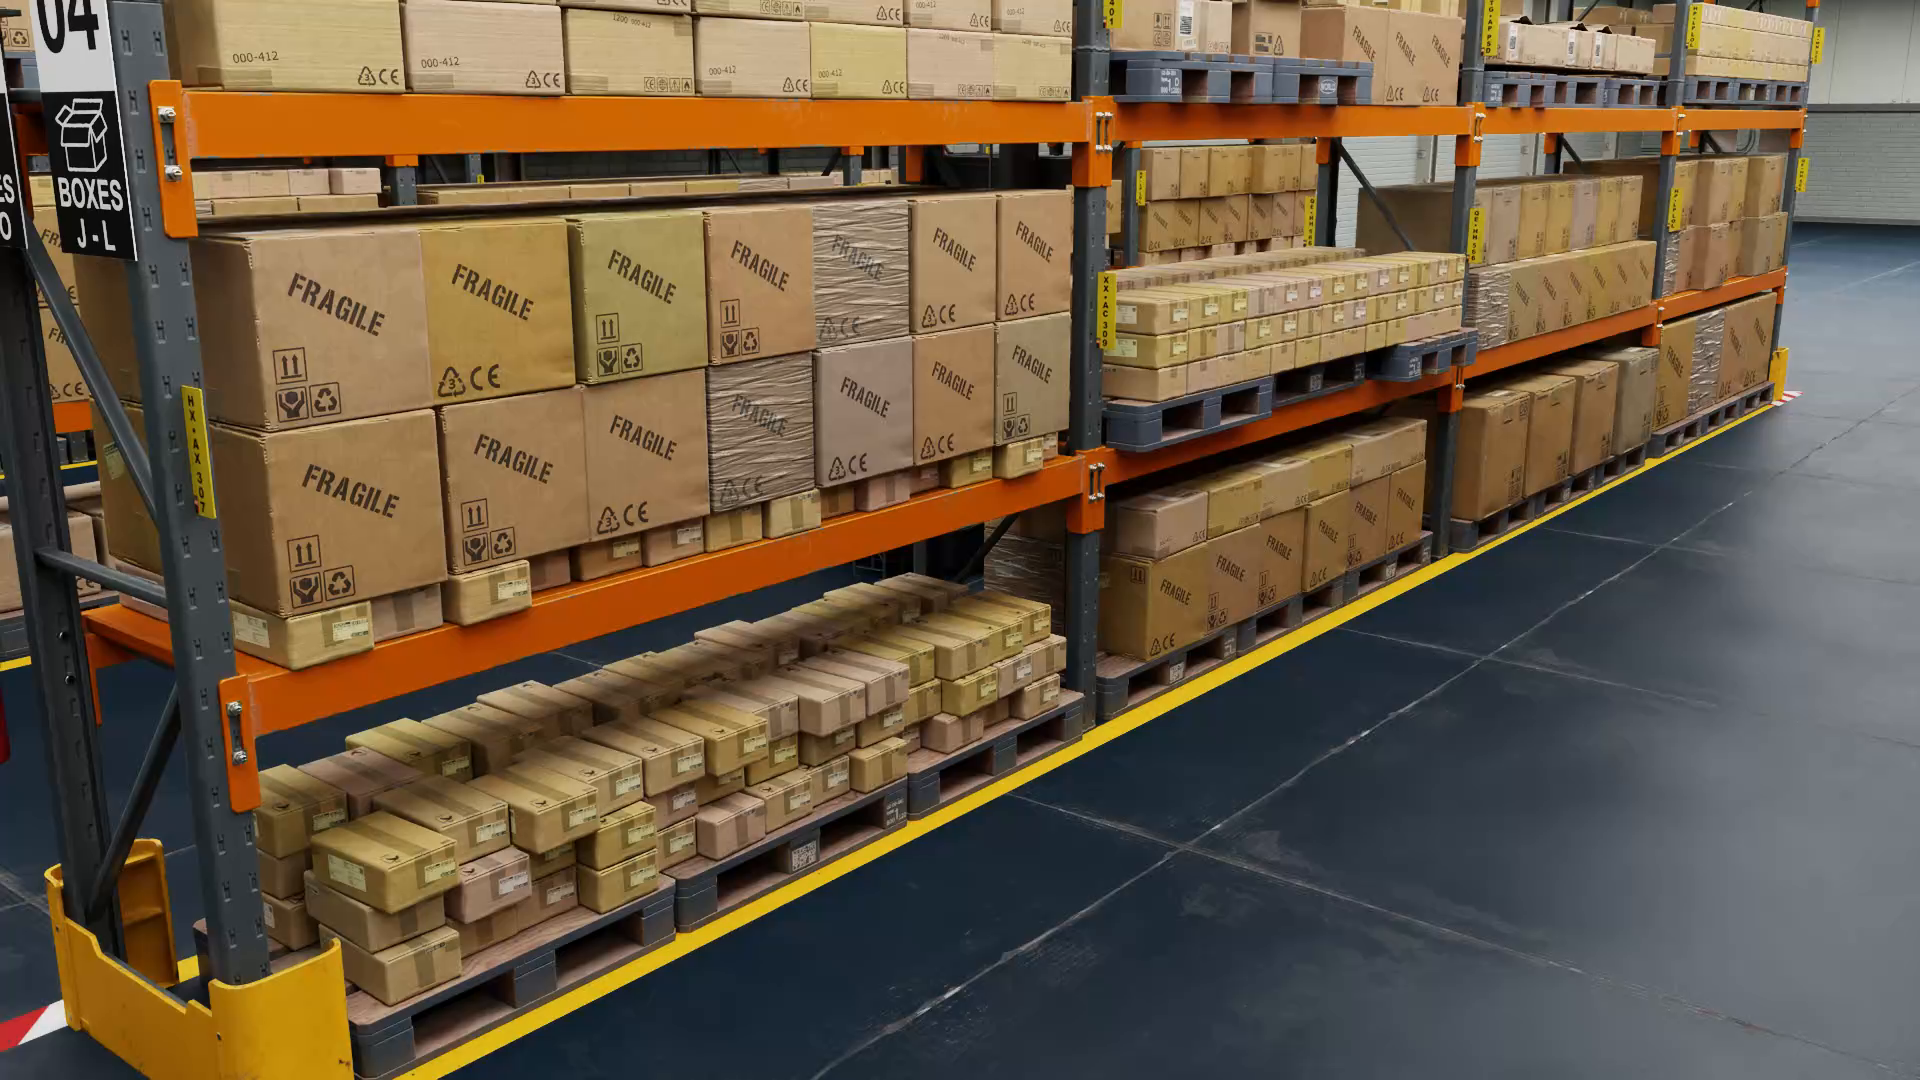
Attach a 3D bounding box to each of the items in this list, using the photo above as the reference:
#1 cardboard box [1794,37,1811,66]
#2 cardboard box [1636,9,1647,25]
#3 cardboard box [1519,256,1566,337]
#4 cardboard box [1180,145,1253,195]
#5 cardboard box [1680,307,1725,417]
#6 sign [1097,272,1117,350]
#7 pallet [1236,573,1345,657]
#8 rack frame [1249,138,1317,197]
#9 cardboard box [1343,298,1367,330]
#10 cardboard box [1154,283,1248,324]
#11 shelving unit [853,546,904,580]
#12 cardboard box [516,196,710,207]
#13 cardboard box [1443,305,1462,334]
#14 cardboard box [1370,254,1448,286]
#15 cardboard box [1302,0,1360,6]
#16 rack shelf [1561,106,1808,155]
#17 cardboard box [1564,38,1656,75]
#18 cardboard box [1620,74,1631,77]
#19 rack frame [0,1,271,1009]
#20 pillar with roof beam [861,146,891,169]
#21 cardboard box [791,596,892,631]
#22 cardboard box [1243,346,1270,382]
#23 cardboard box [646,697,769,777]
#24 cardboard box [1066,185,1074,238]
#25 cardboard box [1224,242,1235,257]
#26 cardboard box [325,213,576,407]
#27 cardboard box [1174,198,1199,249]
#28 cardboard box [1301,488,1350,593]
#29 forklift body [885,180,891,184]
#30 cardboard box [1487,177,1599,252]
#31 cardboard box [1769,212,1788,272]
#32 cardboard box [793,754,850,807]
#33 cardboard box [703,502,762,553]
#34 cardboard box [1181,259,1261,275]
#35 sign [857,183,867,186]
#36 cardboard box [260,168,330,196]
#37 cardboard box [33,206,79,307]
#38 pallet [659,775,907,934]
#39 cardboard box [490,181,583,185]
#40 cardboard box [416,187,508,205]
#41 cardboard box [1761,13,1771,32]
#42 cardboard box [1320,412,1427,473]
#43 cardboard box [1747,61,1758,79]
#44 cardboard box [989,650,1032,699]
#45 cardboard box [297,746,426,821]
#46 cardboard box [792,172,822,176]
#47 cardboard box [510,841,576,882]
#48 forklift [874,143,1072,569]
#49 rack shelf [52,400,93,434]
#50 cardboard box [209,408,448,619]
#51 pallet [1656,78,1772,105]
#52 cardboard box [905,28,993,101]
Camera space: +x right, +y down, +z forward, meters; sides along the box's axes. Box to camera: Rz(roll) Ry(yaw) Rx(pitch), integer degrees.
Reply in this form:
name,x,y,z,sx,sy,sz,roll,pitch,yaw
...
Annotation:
name,x,y,z,sx,sy,sz,roll,pitch,yaw
cardboard box,7.652,-4.586,15.636,0.500,0.250,0.500,12,18,38
cardboard box,5.527,-4.366,13.960,0.380,0.149,0.250,11,18,37
cardboard box,3.841,-1.701,11.523,0.500,0.500,0.500,11,18,37
cardboard box,2.691,-3.955,17.760,0.700,0.500,0.500,11,18,37
cardboard box,6.242,-1.636,14.935,0.875,0.875,0.875,11,18,38
sign,0.627,-0.985,7.149,0.100,0.325,0.005,11,18,38
pallet,1.455,0.320,9.436,1.003,0.211,1.213,11,18,38
rack frame,3.829,-3.693,19.566,1.000,3.000,0.127,11,18,38
cardboard box,1.949,-1.227,8.915,0.380,0.149,0.250,12,18,39
cardboard box,1.139,-1.125,7.909,0.380,0.149,0.250,11,18,38
shelving unit,-0.503,-0.223,10.174,0.258,0.900,0.210,8,16,30
cardboard box,-1.251,-0.985,6.070,0.500,0.500,0.500,10,18,36
cardboard box,2.762,-1.330,9.923,0.380,0.149,0.250,12,18,38
cardboard box,2.603,-1.571,9.665,0.380,0.149,0.250,11,18,37
cardboard box,1.870,-2.920,8.675,0.396,0.266,0.258,11,18,38
rack shelf,6.485,-3.668,14.838,1.077,0.370,4.000,11,18,38
cardboard box,4.909,-3.653,12.567,0.500,0.250,0.500,11,18,38
cardboard box,5.367,-3.931,13.868,0.380,0.149,0.250,12,18,38
rack frame,-2.314,0.118,4.565,1.000,3.000,0.127,11,18,38
pillar with roof beam,2.175,-6.708,19.250,9.100,9.000,0.400,11,18,38
cardboard box,-0.517,0.376,7.281,0.380,0.149,0.250,11,18,37
cardboard box,1.294,-0.883,8.164,0.380,0.149,0.250,11,18,38
cardboard box,-0.909,0.705,5.983,0.380,0.149,0.250,12,18,38
cardboard box,0.892,-3.104,15.587,0.500,0.500,0.500,11,18,38
cardboard box,2.710,-3.112,17.789,0.380,0.149,0.250,11,18,37
cardboard box,-1.513,-0.701,4.954,0.500,0.500,0.500,12,19,39
cardboard box,2.105,-3.260,17.056,0.500,0.500,0.500,11,18,37
cardboard box,1.855,-0.037,9.399,0.500,0.500,0.500,10,18,35
forklift body,0.193,-3.403,20.151,2.313,2.155,1.214,11,18,38
cardboard box,4.281,-2.421,12.328,0.700,0.500,0.500,11,18,38
cardboard box,7.544,-2.940,16.301,0.875,0.550,0.550,11,18,38
cardboard box,-0.648,0.896,6.441,0.380,0.149,0.250,12,18,39
cardboard box,-0.915,-0.078,5.848,0.380,0.149,0.250,12,19,40
cardboard box,1.448,-1.473,9.280,0.380,0.149,0.250,12,19,39
sign,-0.766,-2.636,13.057,0.100,0.325,0.005,11,18,38
cardboard box,-3.910,-2.100,9.746,0.380,0.149,0.250,12,18,39
cardboard box,-4.755,-1.505,8.720,0.500,0.500,0.500,11,18,38
pallet,-0.961,1.073,6.472,1.003,0.211,1.213,11,18,38
cardboard box,-2.975,-2.246,11.639,0.500,0.500,0.500,12,19,39
cardboard box,-3.213,-1.967,10.541,0.500,0.500,0.500,12,18,38
cardboard box,6.836,-4.507,14.516,0.380,0.149,0.250,11,18,38
cardboard box,2.488,-0.598,10.084,0.500,0.250,0.500,11,18,36
cardboard box,6.677,-4.072,14.423,0.380,0.149,0.250,12,18,38
cardboard box,0.089,0.550,7.201,0.380,0.149,0.250,10,17,35
cardboard box,-1.976,0.828,5.499,0.380,0.149,0.250,12,18,39
cardboard box,-1.870,-4.330,19.952,0.380,0.149,0.250,11,18,37
cardboard box,-1.484,0.987,5.477,0.380,0.149,0.250,12,18,38
forklift,0.317,-1.553,11.282,1.130,2.935,3.031,8,16,30
rack shelf,-4.971,-0.663,9.101,1.077,0.370,4.000,11,18,38
cardboard box,-1.817,-0.118,4.686,0.500,0.500,0.500,12,19,40
pallet,6.518,-3.978,14.779,1.003,0.211,1.213,11,18,38
cardboard box,-0.221,-1.799,6.326,0.500,0.250,0.500,11,18,37
